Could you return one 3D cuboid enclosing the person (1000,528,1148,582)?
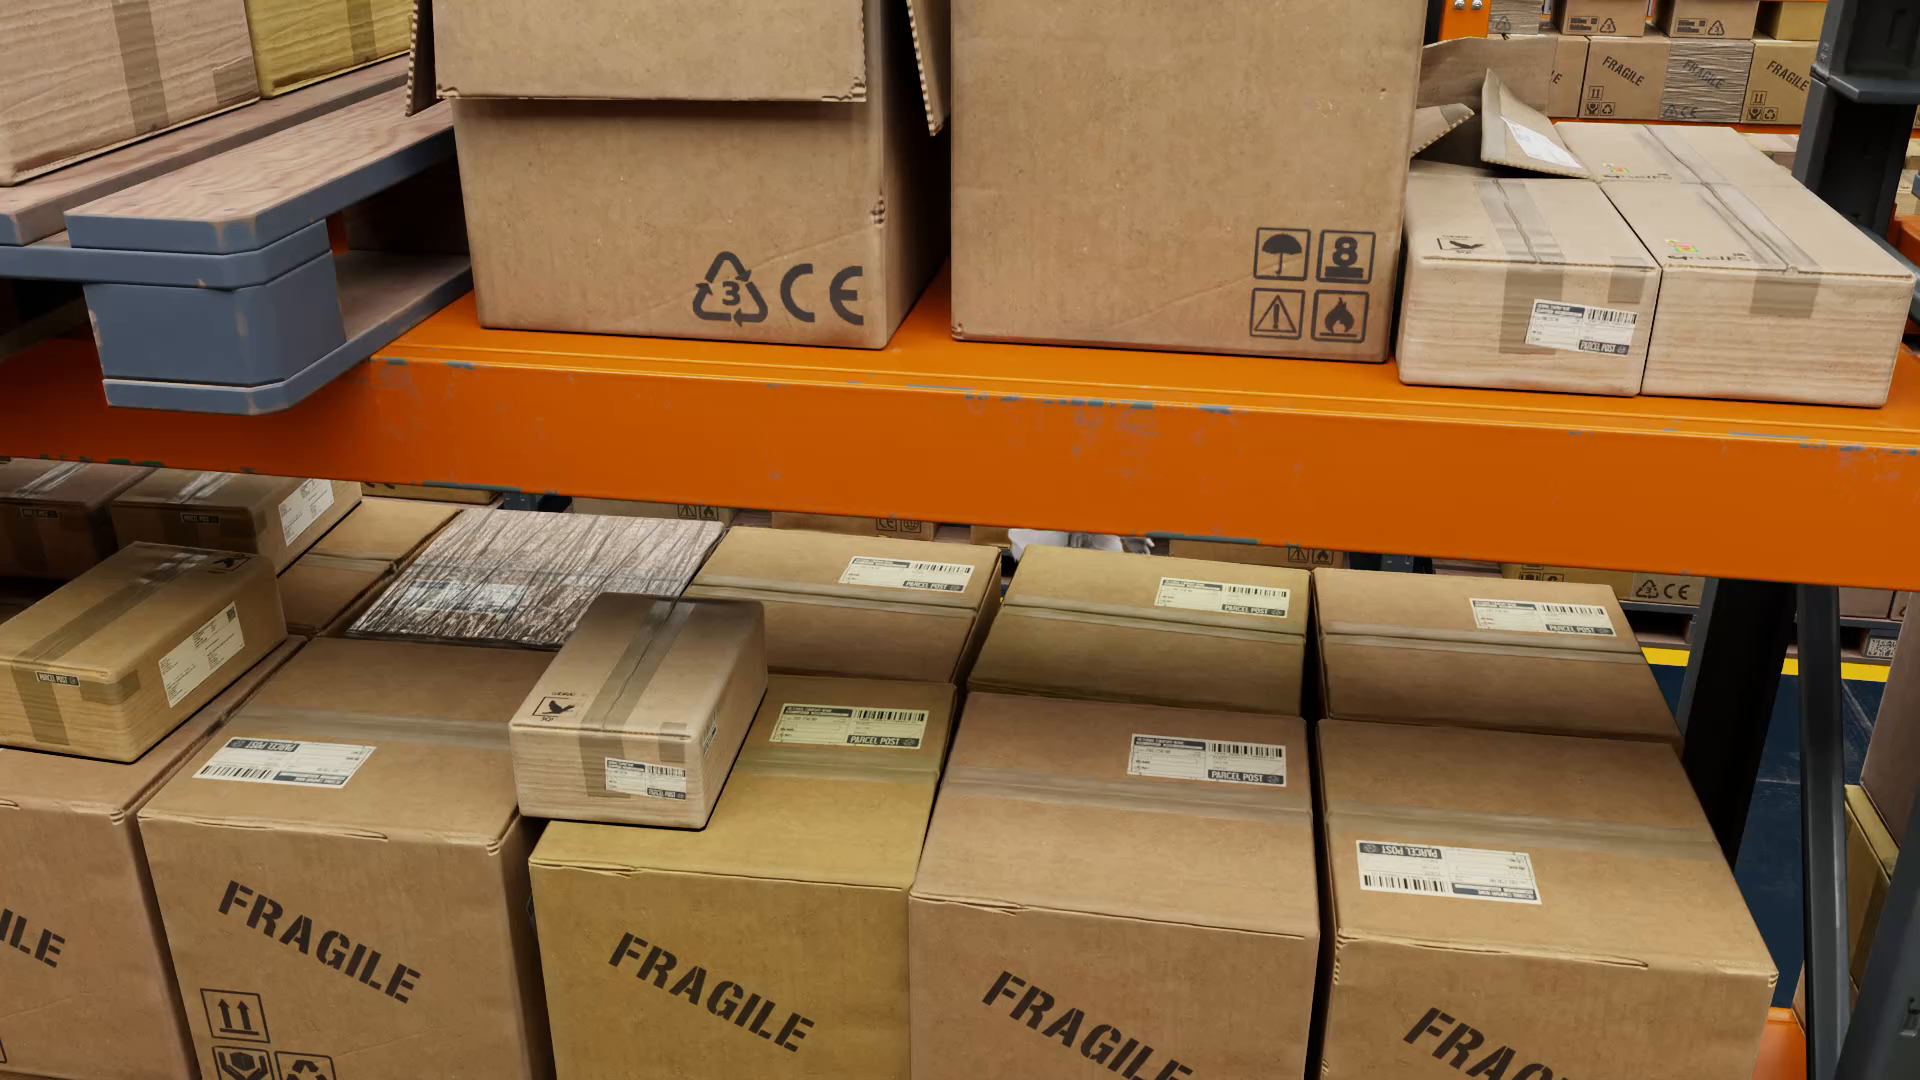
[{"bbox_3d":[0.527,0.081,6.347,0.737,1.322,0.534,4,25,8],"label":"person"}]
